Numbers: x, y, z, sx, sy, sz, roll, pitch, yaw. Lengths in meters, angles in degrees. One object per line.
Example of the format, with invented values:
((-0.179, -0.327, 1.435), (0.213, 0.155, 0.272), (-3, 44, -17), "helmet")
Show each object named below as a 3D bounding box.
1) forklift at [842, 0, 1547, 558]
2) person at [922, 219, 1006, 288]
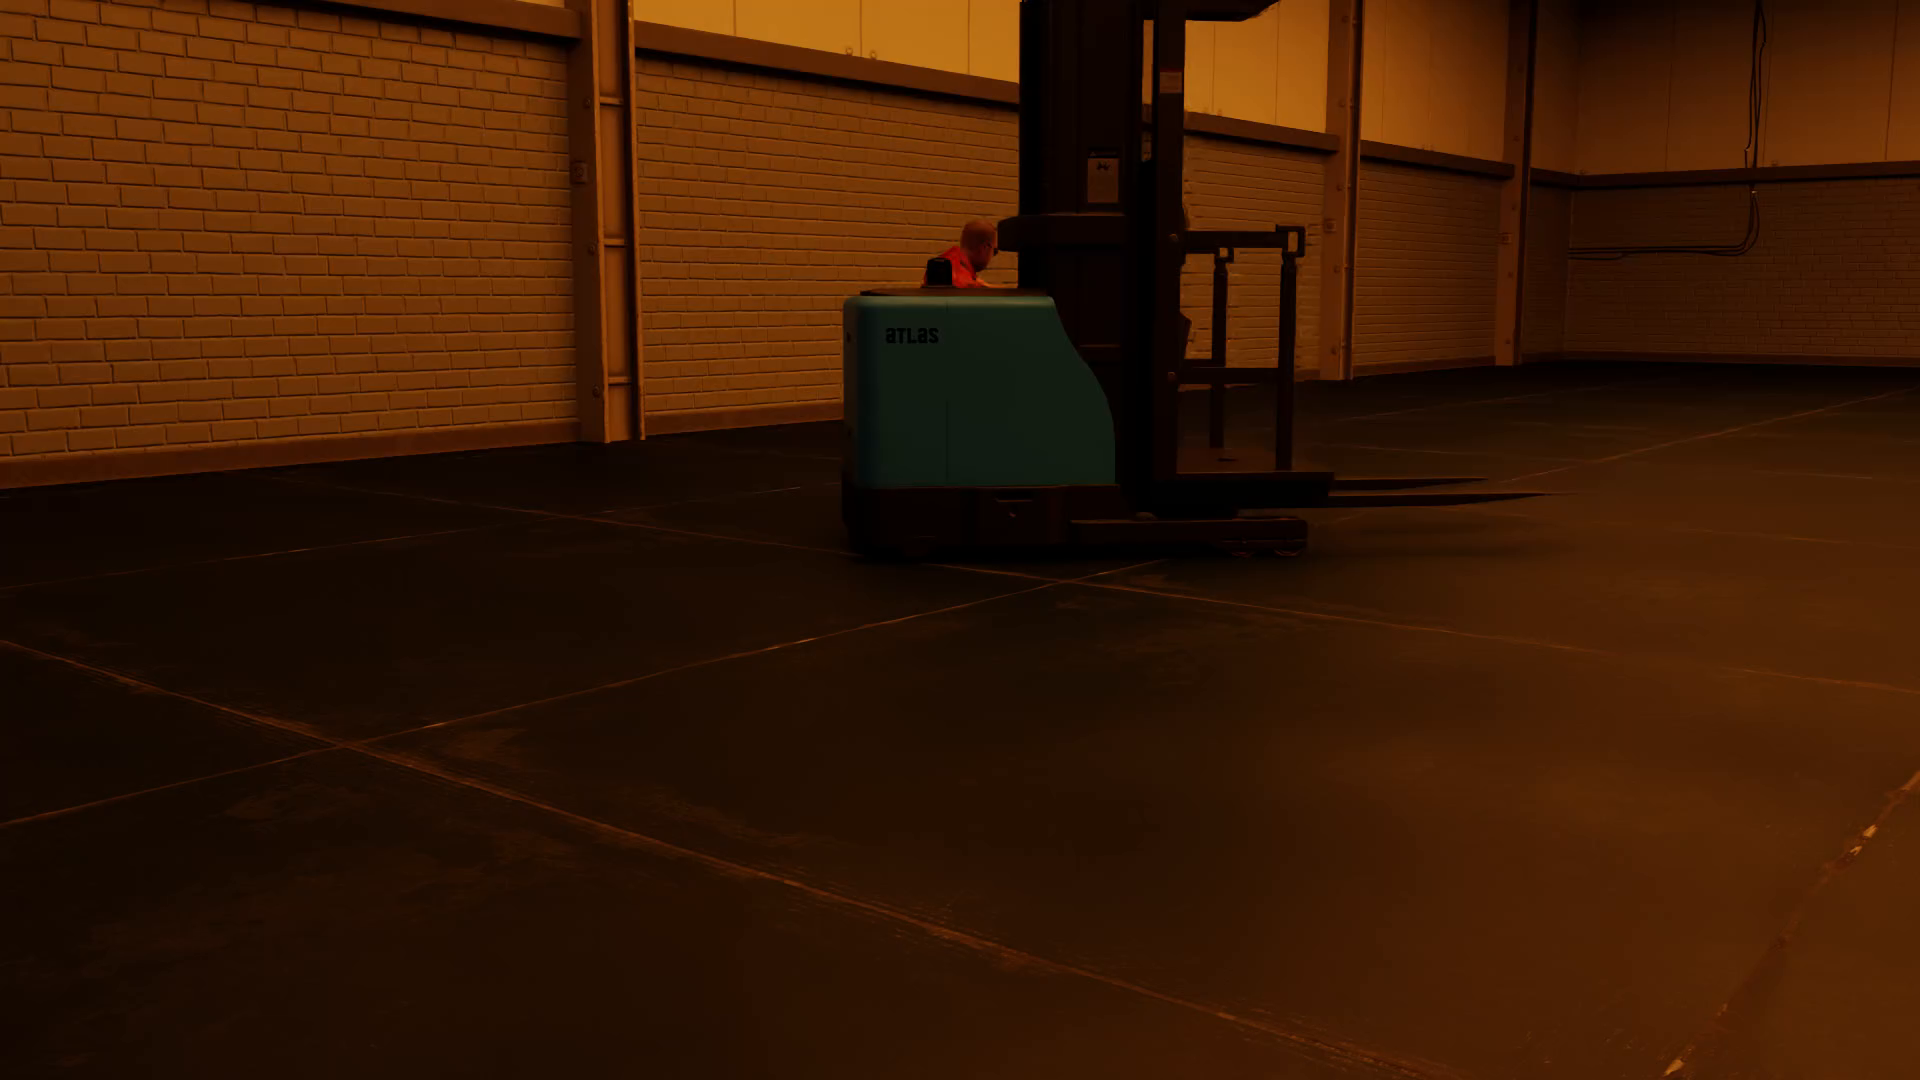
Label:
((1.018, -1.452, 7.203), (3.031, 2.935, 1.130), (-1, 8, -7), "forklift")
((0.093, -0.875, 8.384), (0.793, 1.465, 1.562), (-1, 8, -9), "person")
